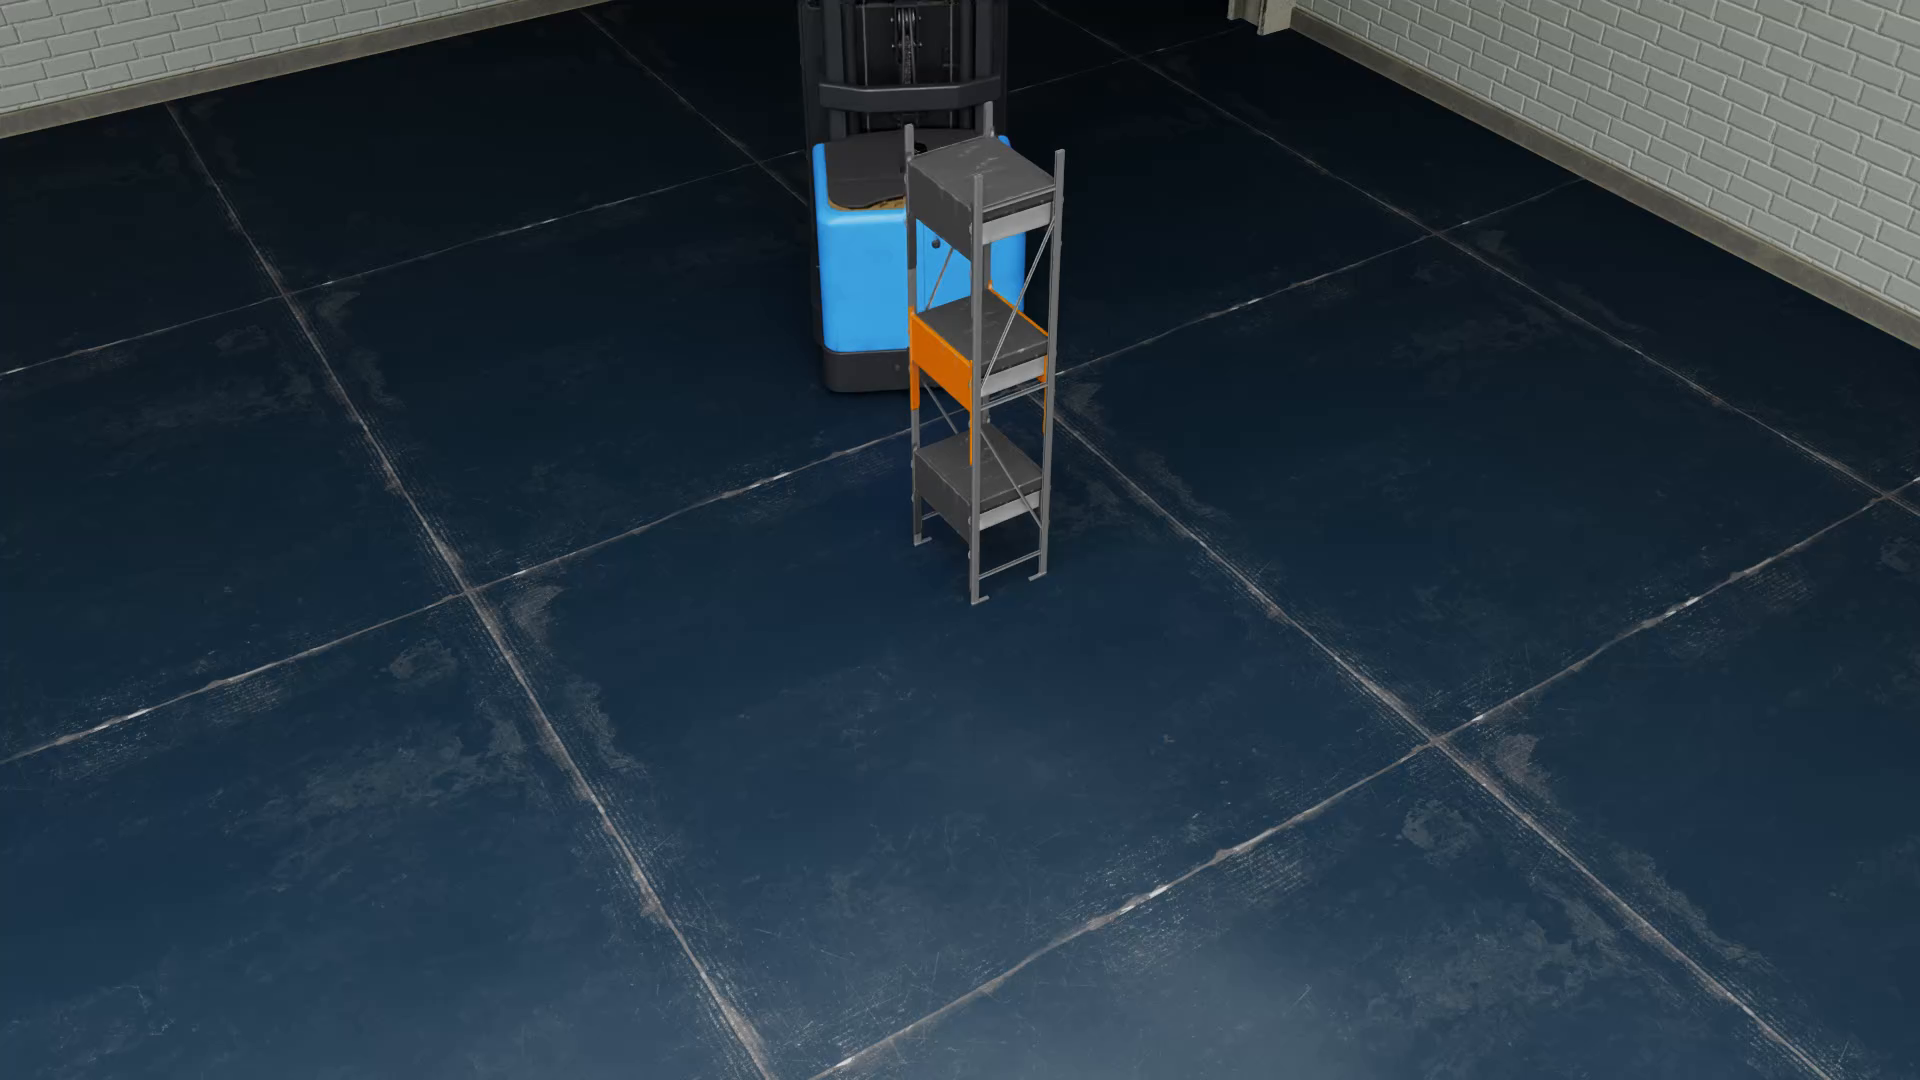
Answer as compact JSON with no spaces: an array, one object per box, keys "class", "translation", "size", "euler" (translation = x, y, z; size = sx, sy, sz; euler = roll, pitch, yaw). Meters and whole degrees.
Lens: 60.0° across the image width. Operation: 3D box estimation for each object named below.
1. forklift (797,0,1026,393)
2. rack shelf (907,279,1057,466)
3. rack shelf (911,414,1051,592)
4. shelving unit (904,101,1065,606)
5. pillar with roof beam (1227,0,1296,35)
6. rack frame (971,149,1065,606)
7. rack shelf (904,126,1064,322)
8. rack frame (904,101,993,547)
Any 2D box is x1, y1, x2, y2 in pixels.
[{"class":"forklift","translation":[-0.319,-2.819,8.844],"size":[1.130,2.935,3.031],"euler":[-4,40,-4]},{"class":"rack shelf","translation":[0.089,-0.707,6.979],"size":[0.431,0.518,0.480],"euler":[-22,45,-24]},{"class":"rack shelf","translation":[0.089,-0.169,7.427],"size":[0.431,0.518,0.480],"euler":[-22,45,-24]},{"class":"shelving unit","translation":[0.089,-0.717,6.971],"size":[0.431,2.100,0.503],"euler":[-22,45,-24]},{"class":"pillar with roof beam","translation":[-1.399,-5.832,7.719],"size":[9.100,9.000,0.400],"euler":[-22,45,-24]},{"class":"rack frame","translation":[0.220,-0.586,6.813],"size":[0.400,2.100,0.015],"euler":[-22,45,-24]},{"class":"rack shelf","translation":[0.089,-1.245,6.531],"size":[0.431,0.518,0.480],"euler":[-22,45,-24]},{"class":"rack frame","translation":[-0.042,-0.849,7.129],"size":[0.400,2.100,0.015],"euler":[-22,45,-24]}]
